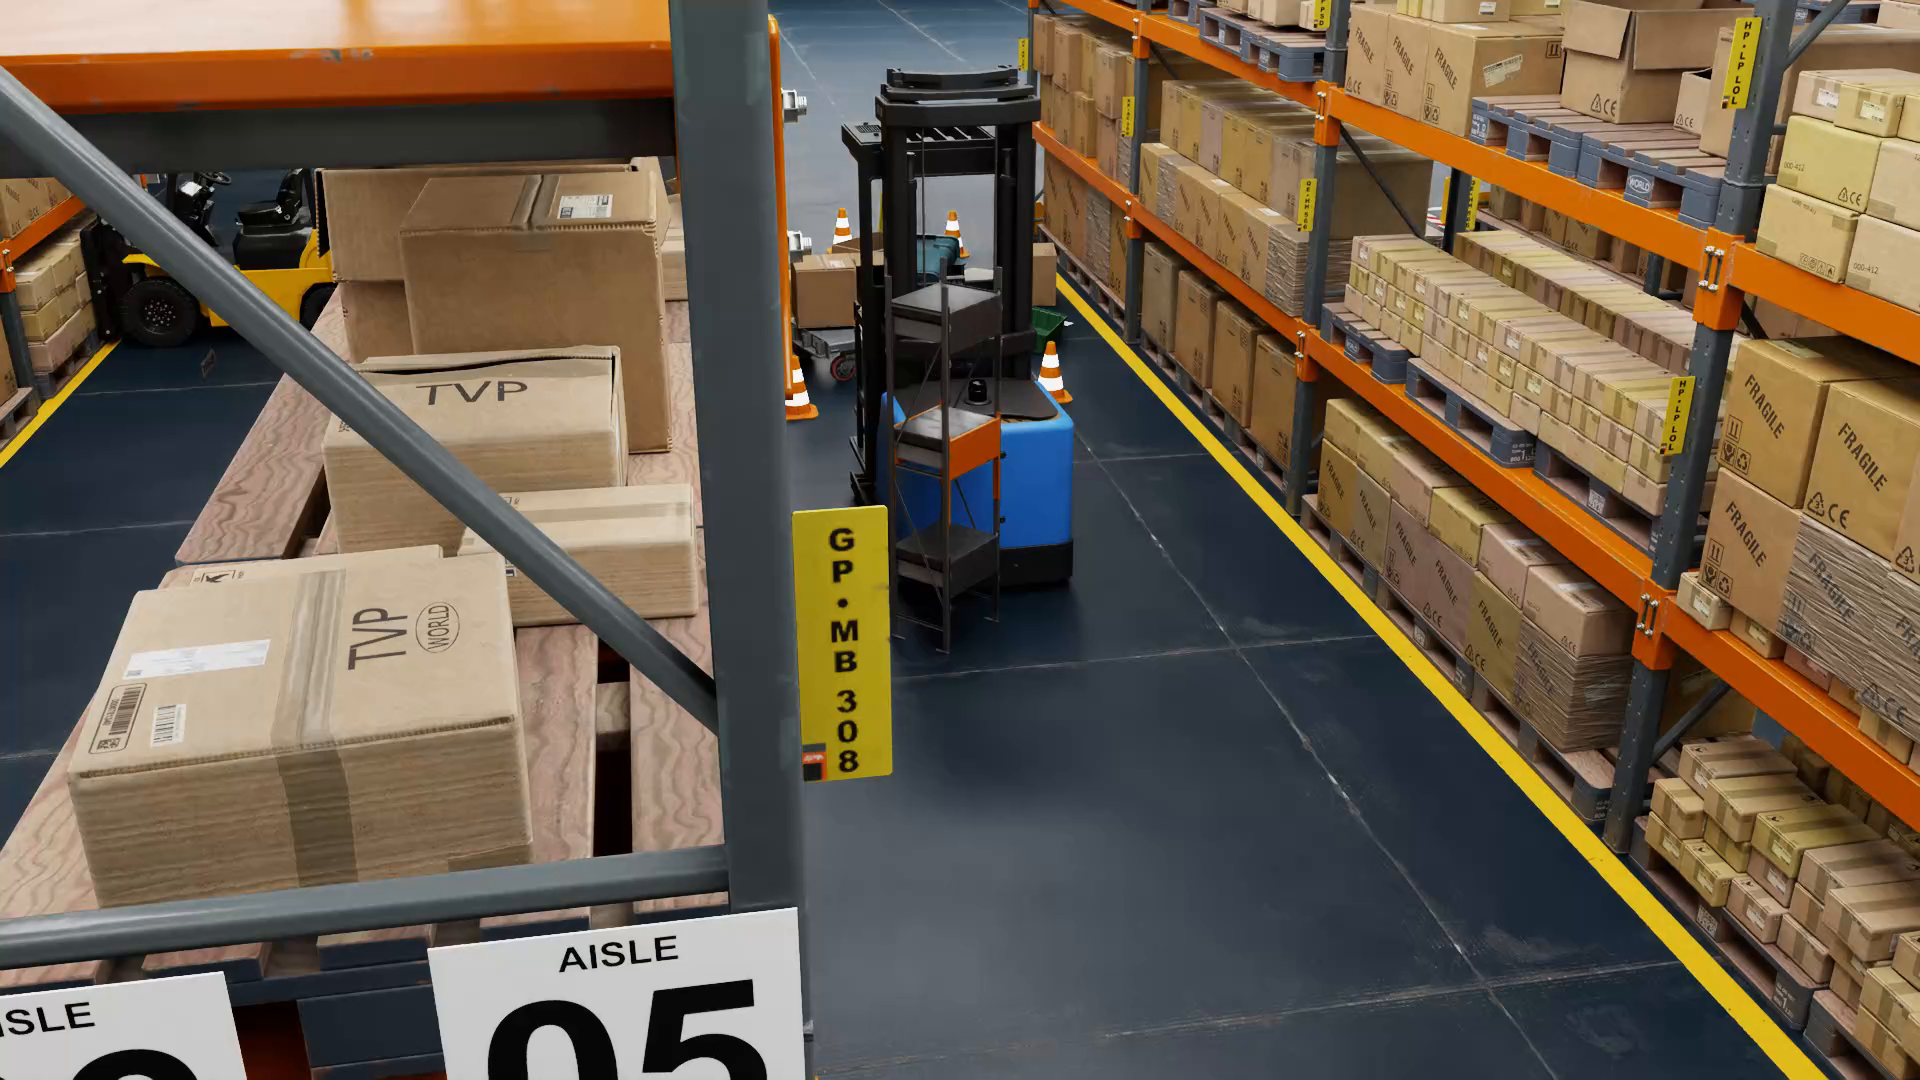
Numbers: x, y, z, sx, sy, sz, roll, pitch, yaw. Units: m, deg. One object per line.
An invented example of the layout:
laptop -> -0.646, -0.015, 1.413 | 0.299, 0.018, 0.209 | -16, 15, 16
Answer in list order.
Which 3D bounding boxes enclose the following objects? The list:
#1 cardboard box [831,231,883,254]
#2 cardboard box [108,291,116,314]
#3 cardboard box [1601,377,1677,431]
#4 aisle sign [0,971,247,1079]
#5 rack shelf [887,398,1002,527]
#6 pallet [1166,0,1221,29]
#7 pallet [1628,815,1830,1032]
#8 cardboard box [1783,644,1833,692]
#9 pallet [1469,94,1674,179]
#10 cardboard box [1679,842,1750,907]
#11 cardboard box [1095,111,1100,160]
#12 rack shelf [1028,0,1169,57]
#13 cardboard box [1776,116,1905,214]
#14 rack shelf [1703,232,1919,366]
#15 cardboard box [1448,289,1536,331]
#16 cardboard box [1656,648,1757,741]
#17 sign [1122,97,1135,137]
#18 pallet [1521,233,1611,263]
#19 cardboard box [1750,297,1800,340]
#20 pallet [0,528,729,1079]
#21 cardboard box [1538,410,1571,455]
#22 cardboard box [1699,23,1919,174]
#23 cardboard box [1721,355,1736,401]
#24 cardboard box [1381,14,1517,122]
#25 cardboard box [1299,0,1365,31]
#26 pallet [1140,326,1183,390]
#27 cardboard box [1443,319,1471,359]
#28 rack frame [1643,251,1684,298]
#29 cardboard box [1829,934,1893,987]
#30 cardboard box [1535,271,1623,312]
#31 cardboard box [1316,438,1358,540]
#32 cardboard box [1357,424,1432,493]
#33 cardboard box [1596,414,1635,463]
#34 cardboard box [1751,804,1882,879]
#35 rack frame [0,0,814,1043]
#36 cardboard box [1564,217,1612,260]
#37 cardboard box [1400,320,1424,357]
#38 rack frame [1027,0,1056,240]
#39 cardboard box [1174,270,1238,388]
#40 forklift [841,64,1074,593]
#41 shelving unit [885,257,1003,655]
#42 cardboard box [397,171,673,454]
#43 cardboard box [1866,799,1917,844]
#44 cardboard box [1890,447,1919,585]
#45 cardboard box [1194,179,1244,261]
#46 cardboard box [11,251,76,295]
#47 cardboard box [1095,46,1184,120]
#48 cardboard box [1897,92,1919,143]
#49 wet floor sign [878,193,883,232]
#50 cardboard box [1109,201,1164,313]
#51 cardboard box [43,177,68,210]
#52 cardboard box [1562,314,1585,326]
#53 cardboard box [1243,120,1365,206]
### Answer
cardboard box -> -0.818, -2.679, 16.255 | 0.637, 0.503, 0.797 | 18, 29, 36
cardboard box -> -7.826, -2.132, 14.794 | 0.500, 0.250, 0.500 | -4, 24, -8
cardboard box -> 3.118, -0.611, 7.448 | 0.380, 0.149, 0.250 | -5, 24, -11
aisle sign -> -0.963, 0.827, 1.860 | 0.394, 0.787, 0.004 | -4, 24, -10
rack shelf -> -0.084, -0.435, 9.156 | 0.431, 0.518, 0.480 | 16, 28, 32
pallet -> 2.173, -4.089, 12.856 | 0.805, 0.209, 1.217 | -5, 24, -12
pallet -> 3.593, 1.527, 6.990 | 1.003, 0.211, 1.213 | -4, 24, -10
cardboard box -> 3.387, 0.436, 6.319 | 0.380, 0.149, 0.250 | -5, 24, -12
pallet -> 3.230, -1.959, 7.975 | 1.213, 0.211, 1.003 | -4, 24, -10
cardboard box -> 3.235, 1.373, 6.895 | 0.380, 0.149, 0.250 | -4, 24, -8
cardboard box -> 1.767, -3.808, 15.533 | 0.875, 0.550, 0.550 | -4, 24, -10
rack shelf -> 1.585, -4.991, 15.580 | 1.077, 0.370, 4.000 | -4, 24, -10
cardboard box -> 3.288, -1.340, 5.886 | 0.500, 0.250, 0.500 | -4, 24, -8
rack shelf -> 3.804, -0.271, 4.773 | 1.077, 0.370, 4.000 | -4, 24, -10
cardboard box -> 2.834, -1.223, 8.848 | 0.380, 0.149, 0.250 | -4, 24, -8
cardboard box -> 3.558, 0.630, 8.157 | 0.500, 0.500, 0.500 | -3, 24, -8
sign -> 1.410, -3.550, 13.951 | 0.100, 0.325, 0.005 | -4, 24, -10
pallet -> 6.460, -2.951, 17.243 | 1.003, 0.211, 1.213 | -4, 24, -10
cardboard box -> 7.114, -1.890, 13.904 | 0.700, 0.500, 0.500 | -6, 24, -14
pallet -> -0.819, 0.342, 2.582 | 1.003, 0.211, 1.213 | -4, 24, -10
cardboard box -> 3.028, -0.530, 8.005 | 0.380, 0.149, 0.250 | -6, 24, -12
cardboard box -> 3.472, -1.782, 6.686 | 0.700, 0.500, 0.500 | -4, 24, -10
cardboard box -> 3.711, -0.761, 7.792 | 0.380, 0.149, 0.250 | -4, 24, -9
cardboard box -> 2.638, -2.566, 9.004 | 0.500, 0.500, 0.500 | -4, 24, -10
cardboard box -> 2.368, -3.311, 10.477 | 0.380, 0.166, 0.250 | -4, 24, -10
pallet -> 2.172, -1.583, 14.111 | 1.003, 0.211, 1.213 | -4, 24, -10
cardboard box -> 2.826, -1.088, 8.911 | 0.380, 0.149, 0.250 | -5, 24, -10
rack frame -> 6.848, -3.486, 14.985 | 1.000, 3.000, 0.127 | -4, 24, -10
cardboard box -> 3.477, 1.534, 6.155 | 0.380, 0.149, 0.250 | -3, 24, -7
cardboard box -> 3.420, -1.375, 9.196 | 0.380, 0.149, 0.250 | -4, 24, -10
cardboard box -> 2.575, -0.335, 10.369 | 0.500, 0.500, 0.500 | -5, 24, -12
cardboard box -> 2.678, -0.488, 9.780 | 0.500, 0.250, 0.500 | -5, 24, -10
cardboard box -> 3.117, -0.471, 7.499 | 0.380, 0.149, 0.250 | -4, 24, -9
cardboard box -> 3.382, 1.188, 6.575 | 0.380, 0.149, 0.250 | -5, 24, -10
rack frame -> -0.672, -0.782, 1.297 | 1.000, 3.000, 0.127 | -4, 24, -10
cardboard box -> 6.508, -3.157, 16.828 | 0.500, 0.500, 0.500 | -6, 24, -14
cardboard box -> 2.730, -1.154, 9.435 | 0.380, 0.149, 0.250 | -3, 24, -7
rack frame -> 1.215, -4.732, 17.838 | 1.000, 3.000, 0.127 | -4, 24, -10
cardboard box -> 2.333, -1.703, 13.188 | 1.050, 0.750, 0.750 | -4, 24, -10
forklift -> -0.135, -1.589, 10.727 | 1.130, 2.935, 3.031 | -5, 24, -11
shelving unit -> -0.084, -0.447, 9.151 | 0.431, 2.100, 0.503 | 16, 28, 32
cardboard box -> -0.897, -0.496, 3.615 | 0.500, 0.500, 0.500 | -4, 24, -9
cardboard box -> 3.895, 1.145, 6.675 | 0.380, 0.149, 0.250 | -5, 24, -10
cardboard box -> 3.452, -0.054, 5.380 | 0.500, 0.500, 0.500 | -4, 24, -9
cardboard box -> 2.065, -2.383, 12.333 | 0.500, 0.500, 0.500 | -4, 24, -9
cardboard box -> -7.634, -2.190, 13.678 | 0.500, 0.250, 0.500 | -4, 24, -10
cardboard box -> 1.705, -4.078, 14.803 | 0.875, 0.550, 0.550 | -4, 24, -10
cardboard box -> 3.370, -1.394, 5.510 | 0.380, 0.149, 0.250 | -5, 24, -10
wet floor sign -> -0.736, -3.518, 17.999 | 0.267, 0.644, 0.232 | -9, 25, -19
cardboard box -> 1.908, -2.630, 15.155 | 0.875, 0.875, 0.875 | -4, 24, -9
cardboard box -> -7.801, -3.026, 13.807 | 0.500, 0.500, 0.500 | -5, 24, -10
cardboard box -> 3.474, -1.131, 9.010 | 0.380, 0.149, 0.250 | -4, 24, -8
cardboard box -> 2.430, -2.667, 11.736 | 0.700, 0.500, 0.500 | -5, 24, -11
